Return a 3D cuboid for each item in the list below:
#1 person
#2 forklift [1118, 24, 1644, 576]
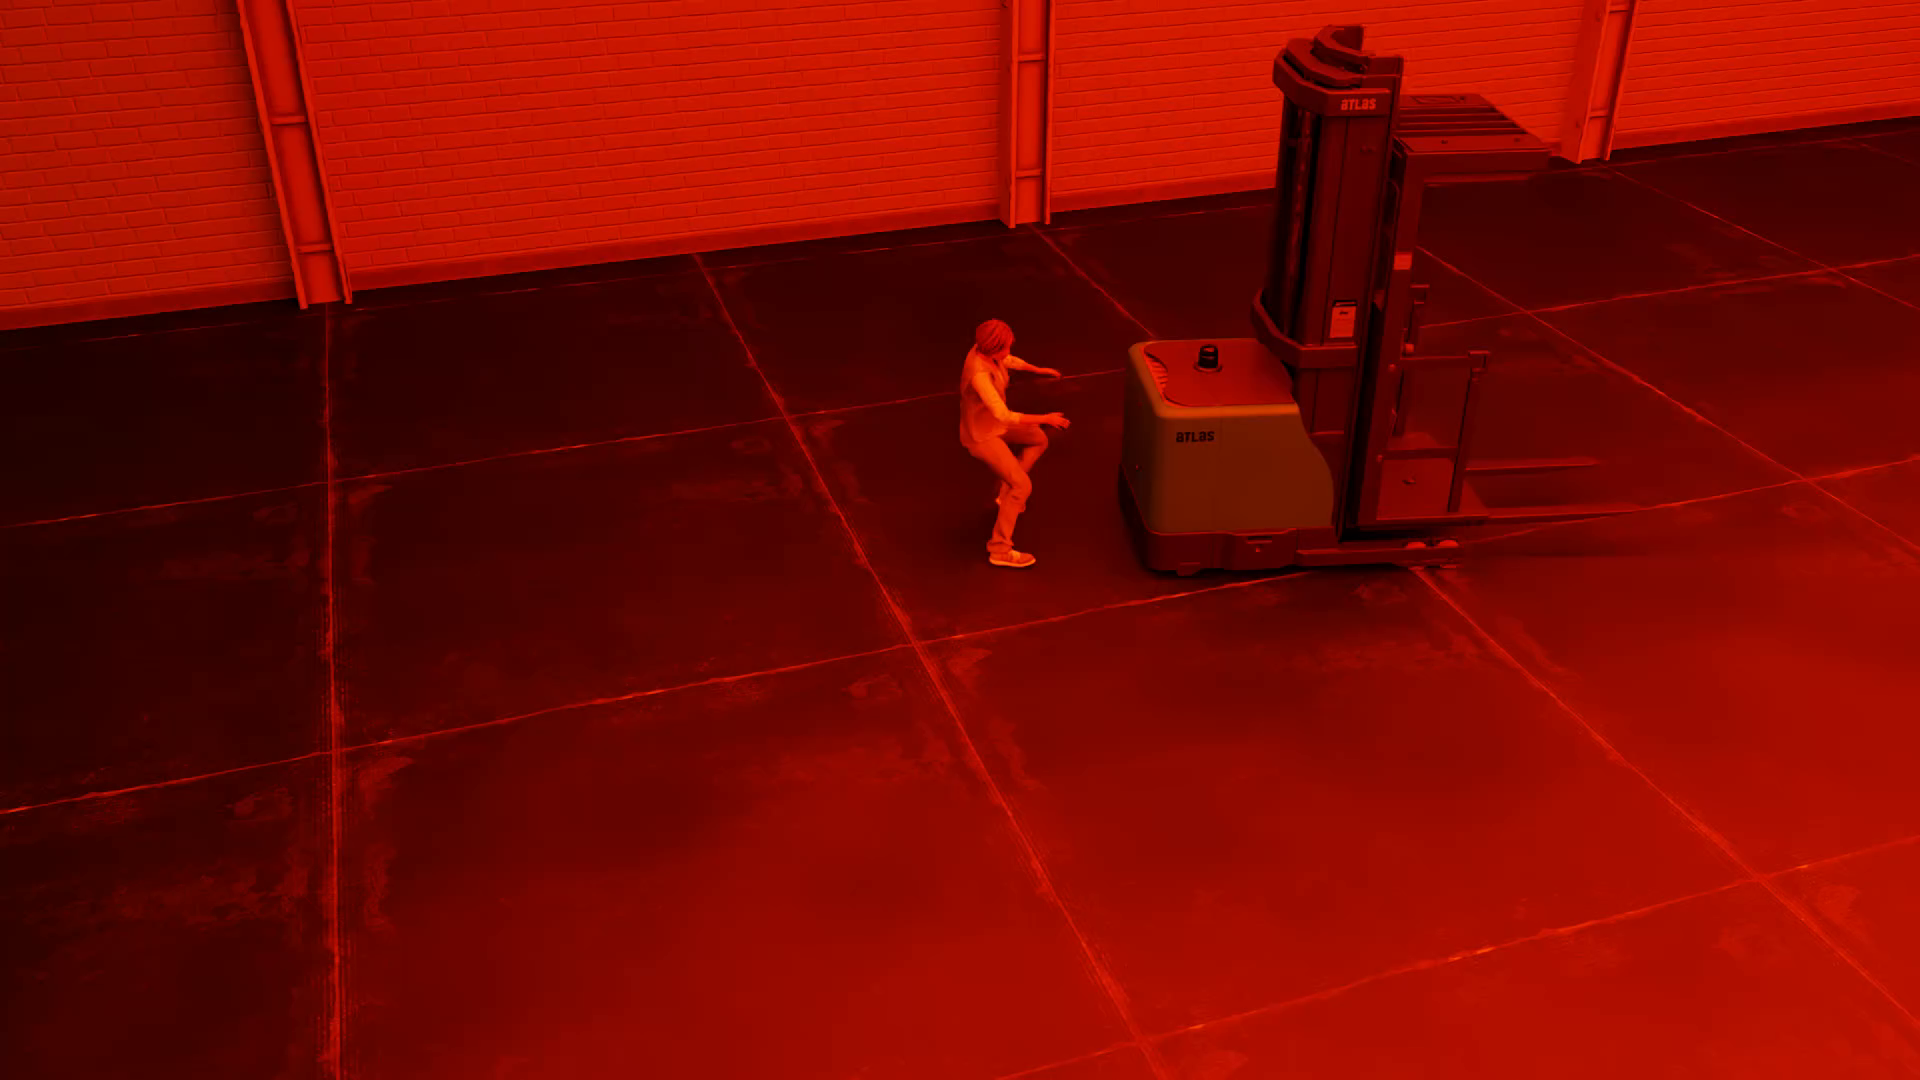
[{"bbox_3d":[0.334,-0.643,9.743,0.680,1.393,0.823,6,30,11],"label":"person"},{"bbox_3d":[2.531,-1.354,9.441,3.031,2.935,1.130,-3,30,-4],"label":"forklift"}]
